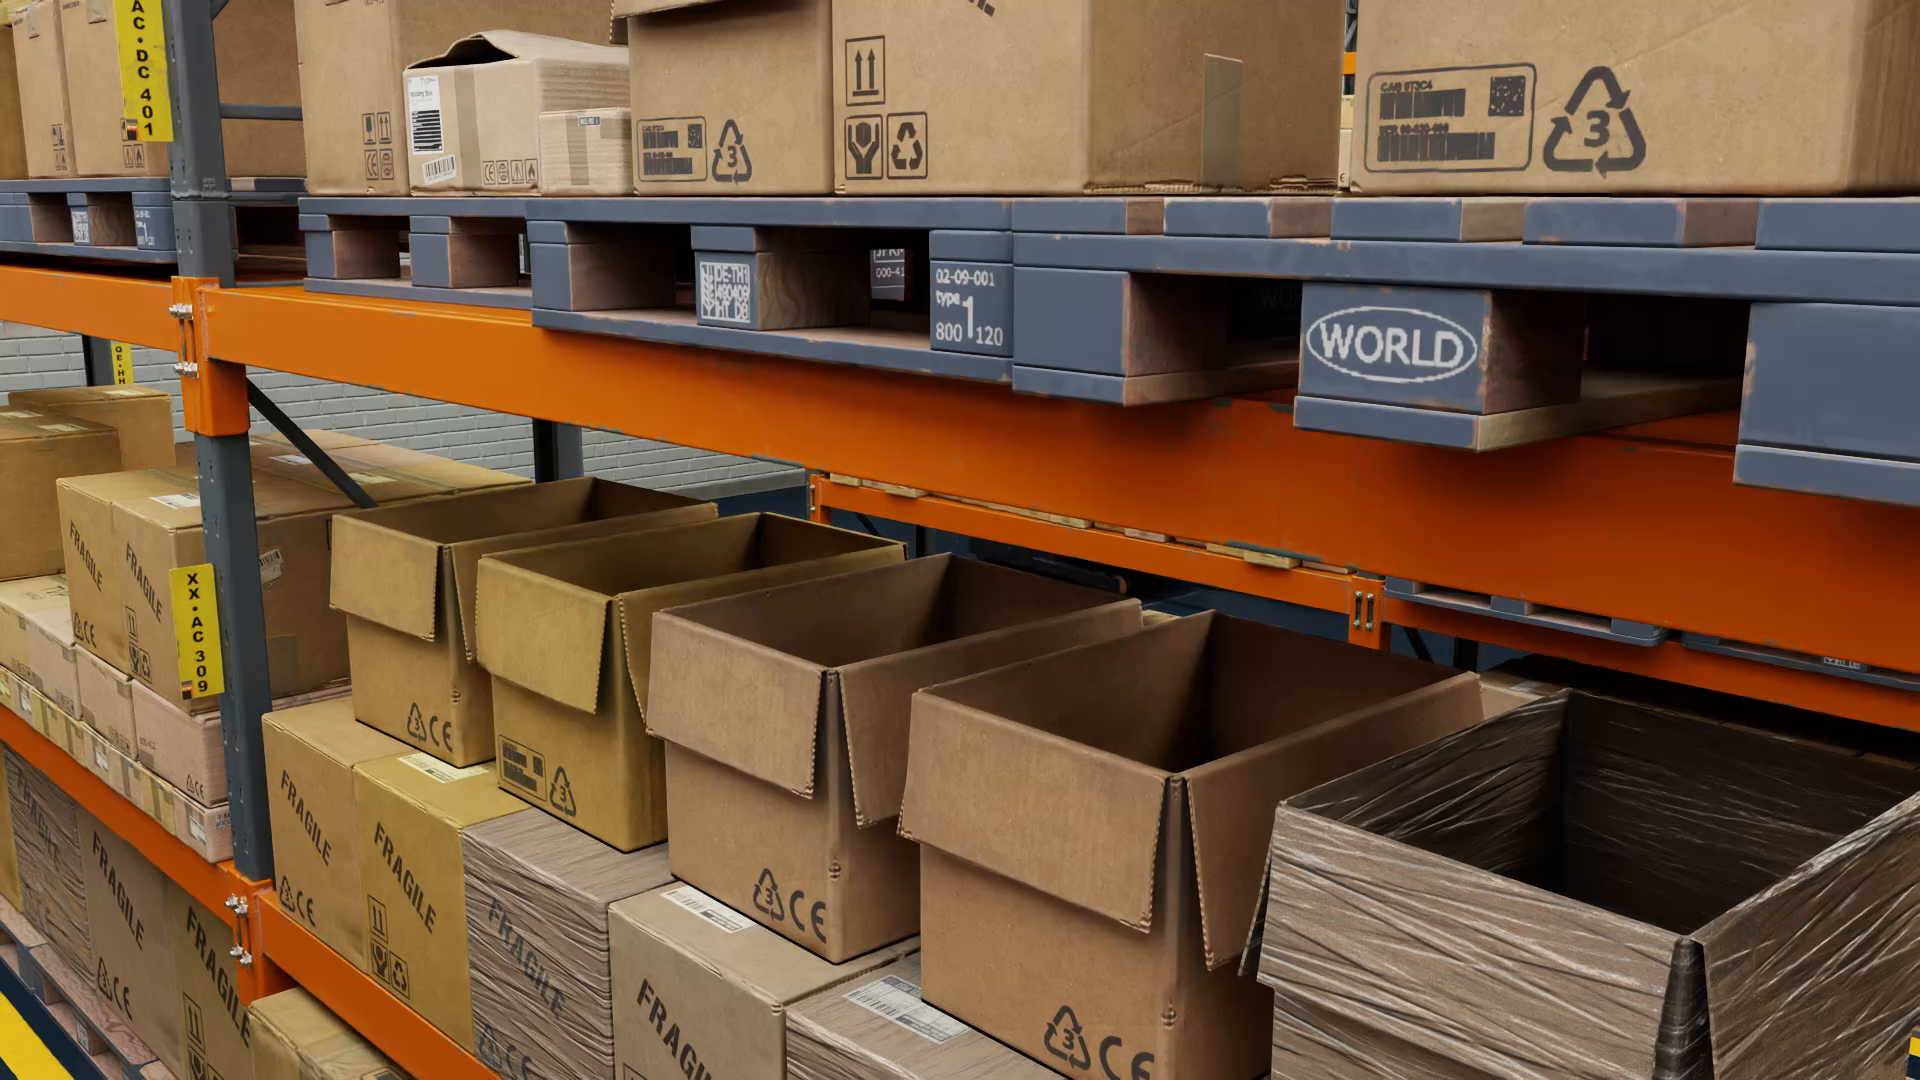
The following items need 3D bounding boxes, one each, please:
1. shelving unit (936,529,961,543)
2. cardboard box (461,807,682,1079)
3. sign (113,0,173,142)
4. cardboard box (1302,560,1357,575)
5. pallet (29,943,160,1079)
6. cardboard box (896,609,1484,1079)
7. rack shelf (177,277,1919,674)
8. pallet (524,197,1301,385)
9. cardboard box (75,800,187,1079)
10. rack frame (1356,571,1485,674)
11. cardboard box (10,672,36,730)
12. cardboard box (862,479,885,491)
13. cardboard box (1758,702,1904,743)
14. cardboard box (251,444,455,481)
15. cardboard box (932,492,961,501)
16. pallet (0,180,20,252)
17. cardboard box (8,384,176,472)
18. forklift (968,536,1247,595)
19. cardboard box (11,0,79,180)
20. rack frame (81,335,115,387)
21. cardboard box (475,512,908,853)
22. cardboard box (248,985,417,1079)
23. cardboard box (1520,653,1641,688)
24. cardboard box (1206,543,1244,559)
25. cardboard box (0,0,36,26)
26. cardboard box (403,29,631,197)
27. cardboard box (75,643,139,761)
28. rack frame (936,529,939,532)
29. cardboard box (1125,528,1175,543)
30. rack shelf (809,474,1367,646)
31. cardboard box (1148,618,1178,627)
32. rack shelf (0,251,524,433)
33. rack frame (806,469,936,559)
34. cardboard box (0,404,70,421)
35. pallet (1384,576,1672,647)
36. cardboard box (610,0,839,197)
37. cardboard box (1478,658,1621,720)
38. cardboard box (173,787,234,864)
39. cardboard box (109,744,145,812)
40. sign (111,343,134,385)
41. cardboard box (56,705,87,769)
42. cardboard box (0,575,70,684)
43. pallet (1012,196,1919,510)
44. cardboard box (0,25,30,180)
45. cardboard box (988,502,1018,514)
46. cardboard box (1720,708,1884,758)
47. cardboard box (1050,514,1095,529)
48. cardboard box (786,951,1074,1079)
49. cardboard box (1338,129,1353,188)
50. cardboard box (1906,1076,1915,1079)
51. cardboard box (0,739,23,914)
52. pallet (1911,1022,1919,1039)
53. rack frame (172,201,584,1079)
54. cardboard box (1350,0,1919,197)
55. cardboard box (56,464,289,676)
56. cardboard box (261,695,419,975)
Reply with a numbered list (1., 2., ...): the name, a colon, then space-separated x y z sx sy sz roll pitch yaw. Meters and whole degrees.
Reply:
1. shelving unit: -0.114 -0.612 14.908 0.258 1.200 0.503 -11 16 -43
2. cardboard box: -0.627 0.808 3.307 0.500 0.500 0.500 11 16 44
3. sign: -1.858 -1.075 3.783 0.100 0.325 0.005 -11 16 -43
4. cardboard box: 1.833 0.047 7.875 0.380 0.149 0.250 -11 16 -43
5. pallet: -2.772 1.675 6.259 1.003 0.211 1.213 -11 16 -43
6. cardboard box: 0.364 0.448 2.570 0.797 0.503 0.637 -10 16 -41
7. rack shelf: -0.076 -0.216 2.875 1.077 0.370 4.000 -11 16 -43
8. pallet: 0.048 -0.433 2.615 1.003 0.211 1.213 -10 15 -40
9. cardboard box: -2.477 1.205 5.853 0.875 0.875 0.875 -11 16 -43
10. rack frame: 2.200 -0.067 7.805 1.000 3.000 0.127 -11 16 -43
11. cardboard box: -2.967 0.508 5.633 0.380 0.149 0.250 -11 16 -42
12. cardboard box: -0.370 -0.404 10.061 0.380 0.149 0.250 -10 15 -41
13. cardboard box: 3.618 0.809 6.845 0.500 0.250 0.500 11 16 43
14. cardboard box: -1.938 -0.009 5.298 0.500 0.500 0.500 -11 16 -43
15. cardboard box: 0.055 -0.338 9.743 0.380 0.149 0.250 -10 15 -40
16. pallet: -2.853 -1.116 5.679 1.003 0.211 1.213 -11 16 -43
17. cardboard box: -3.693 -0.380 7.098 0.500 0.500 0.500 -11 16 -42
18. forklift: 1.402 -1.107 13.023 1.130 2.935 3.031 -10 15 -39
19. cardboard box: -2.409 -1.349 5.055 0.700 0.500 0.500 -10 15 -40
20. rack frame: -4.220 0.025 7.356 1.000 3.000 0.127 -11 16 -43
21. cardboard box: -0.545 0.263 3.470 0.797 0.503 0.637 -11 16 -42
22. cardboard box: -1.001 1.535 4.254 1.225 0.875 0.875 -11 16 -42
23. cardboard box: 2.897 0.657 7.583 0.500 0.250 0.500 11 16 44
24. cardboard box: 1.435 -0.023 8.213 0.380 0.149 0.250 -10 15 -40
25. cardboard box: -2.832 -1.819 5.477 0.500 0.250 0.500 11 16 43
26. cardboard box: -0.765 -0.850 3.348 0.500 0.311 0.500 11 16 43
27. cardboard box: -2.311 0.434 5.007 0.500 0.250 0.500 -10 15 -41
28. rack frame: -0.283 -0.647 15.080 0.240 1.200 0.015 -11 16 -43
29. cardboard box: 1.066 -0.100 8.585 0.250 0.149 0.380 11 16 43
30. rack shelf: 0.819 -0.007 9.295 1.077 0.370 4.000 -11 16 -43
31. cardboard box: 1.193 0.562 9.298 0.250 0.149 0.380 11 16 43
32. rack shelf: -2.838 -0.800 5.709 1.077 0.370 4.000 -11 16 -43
33. rack frame: -0.562 -0.651 10.639 1.000 3.000 0.127 -11 16 -43
34. cardboard box: -3.738 -0.234 6.388 0.500 0.500 0.500 11 16 44
35. pallet: 2.622 0.158 7.185 1.003 0.211 1.213 -11 16 -43
36. cardboard box: -0.121 -0.828 2.766 0.797 0.503 0.637 -11 16 -43
37. cardboard box: 2.519 0.729 7.237 0.500 0.250 0.500 11 16 43
38. cardboard box: -1.905 0.733 4.542 0.380 0.149 0.250 -11 16 -42
39. cardboard box: -2.260 0.658 4.906 0.380 0.149 0.250 -11 16 -44
40. sign: -3.817 -0.731 7.572 0.100 0.325 0.005 -11 16 -43
41. cardboard box: -2.616 0.583 5.271 0.380 0.149 0.250 -11 16 -42
42. cardboard box: -3.011 0.285 5.730 0.500 0.250 0.500 -11 16 -44
43. pallet: 0.822 -0.270 1.825 1.213 0.211 1.003 -10 15 -40
44. cardboard box: -3.128 -1.512 5.845 0.500 0.500 0.700 10 16 41
45. cardboard box: 0.375 -0.255 9.340 0.380 0.149 0.250 -11 16 -44
46. cardboard box: 3.238 0.881 6.497 0.500 0.250 0.500 -10 15 -40
47. cardboard box: 0.702 -0.172 8.933 0.380 0.149 0.250 -10 16 -41
48. cardboard box: 0.084 0.957 2.583 0.500 0.500 0.500 11 16 43
49. cardboard box: 1.697 -1.740 7.622 0.500 0.250 0.500 11 16 42
50. cardboard box: 1.166 1.035 2.207 0.500 0.500 0.500 -10 15 -41
51. cardboard box: -3.720 0.942 7.128 0.875 0.875 0.875 -11 16 -43
52. pallet: 3.585 1.590 6.672 1.003 0.211 1.213 -11 16 -43
53. rack frame: -1.457 0.609 4.522 1.000 3.000 0.127 -11 16 -43
54. cardboard box: 0.832 -0.612 1.716 0.797 0.503 0.637 -10 15 -39
55. cardboard box: -2.311 0.066 4.934 0.500 0.500 0.500 -11 16 -42
56. cardboard box: -1.320 0.662 4.017 0.500 0.500 0.500 -11 16 -42
